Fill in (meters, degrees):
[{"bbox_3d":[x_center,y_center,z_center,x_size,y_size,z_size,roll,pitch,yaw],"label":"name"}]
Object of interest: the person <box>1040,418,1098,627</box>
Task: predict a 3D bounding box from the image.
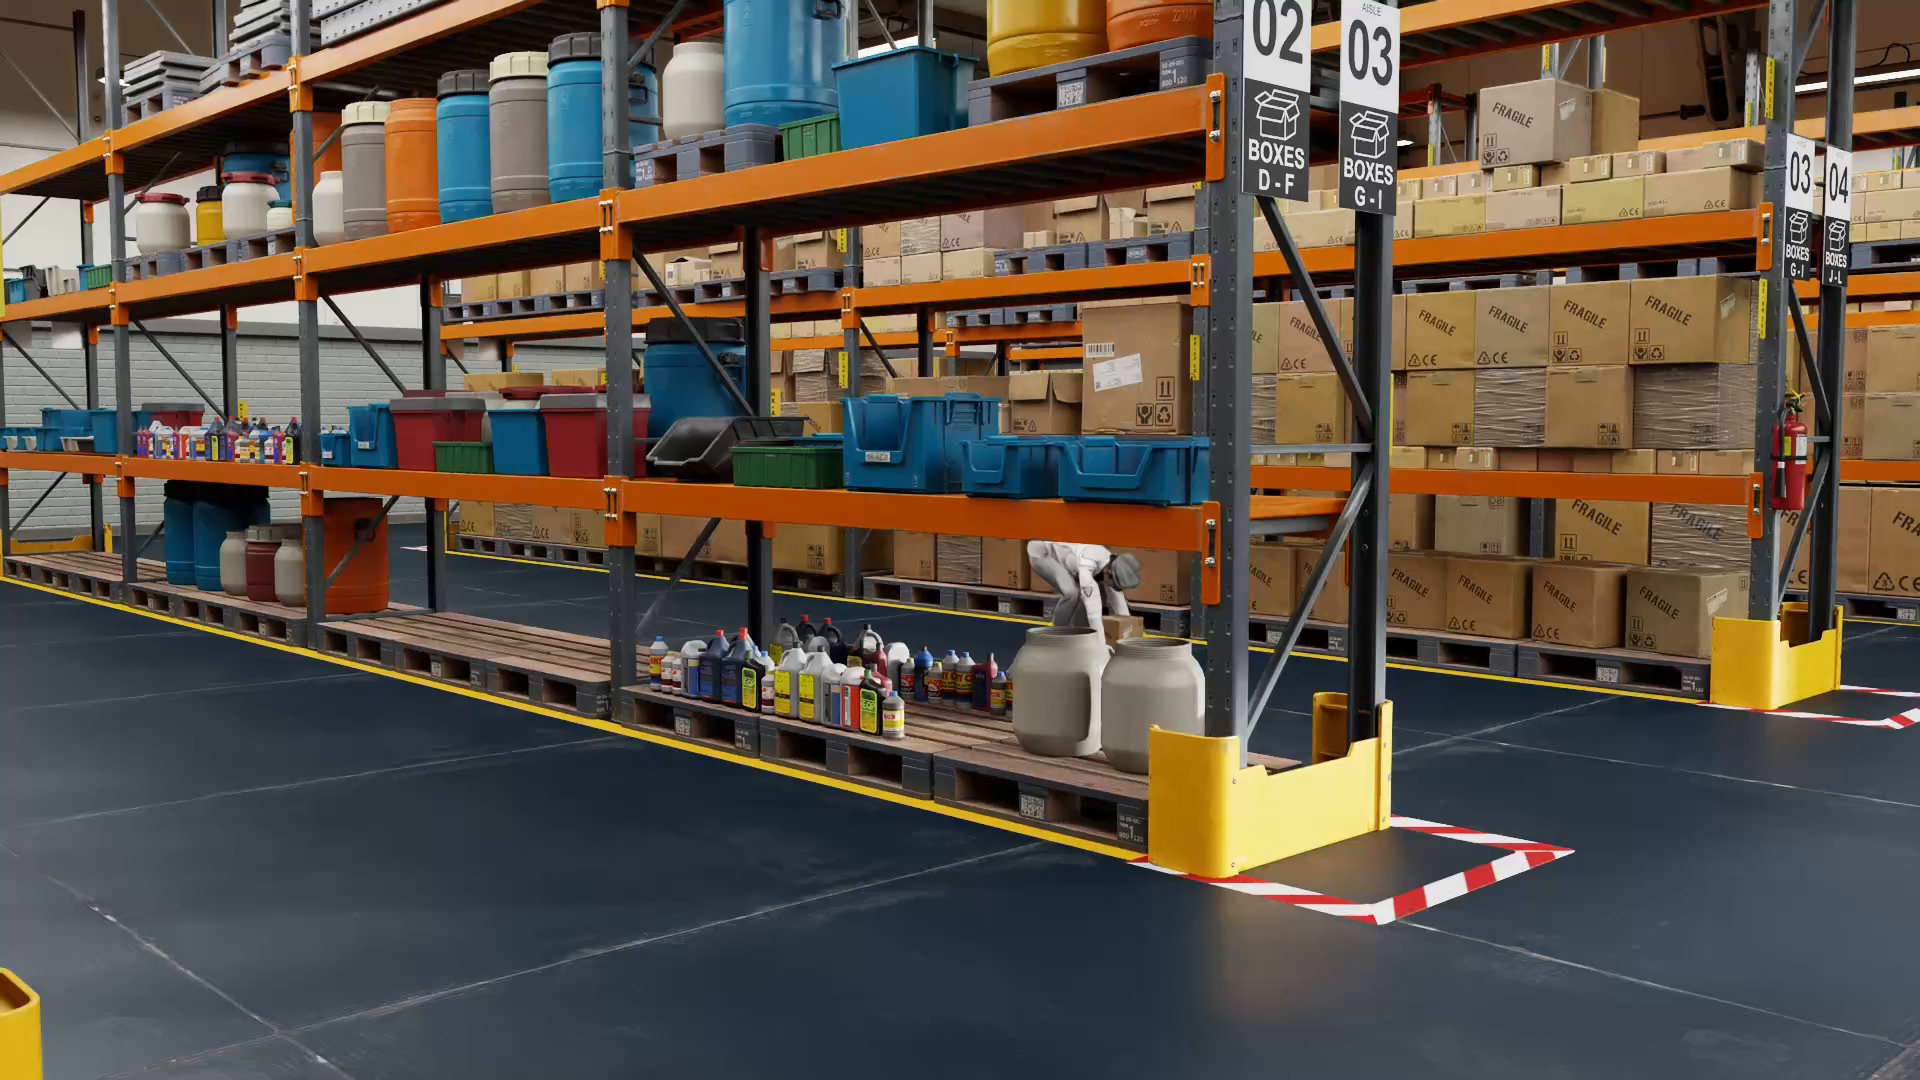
[{"bbox_3d":[0.816,-0.033,11.687,0.414,1.648,0.550,-4,6,-45],"label":"person"}]
